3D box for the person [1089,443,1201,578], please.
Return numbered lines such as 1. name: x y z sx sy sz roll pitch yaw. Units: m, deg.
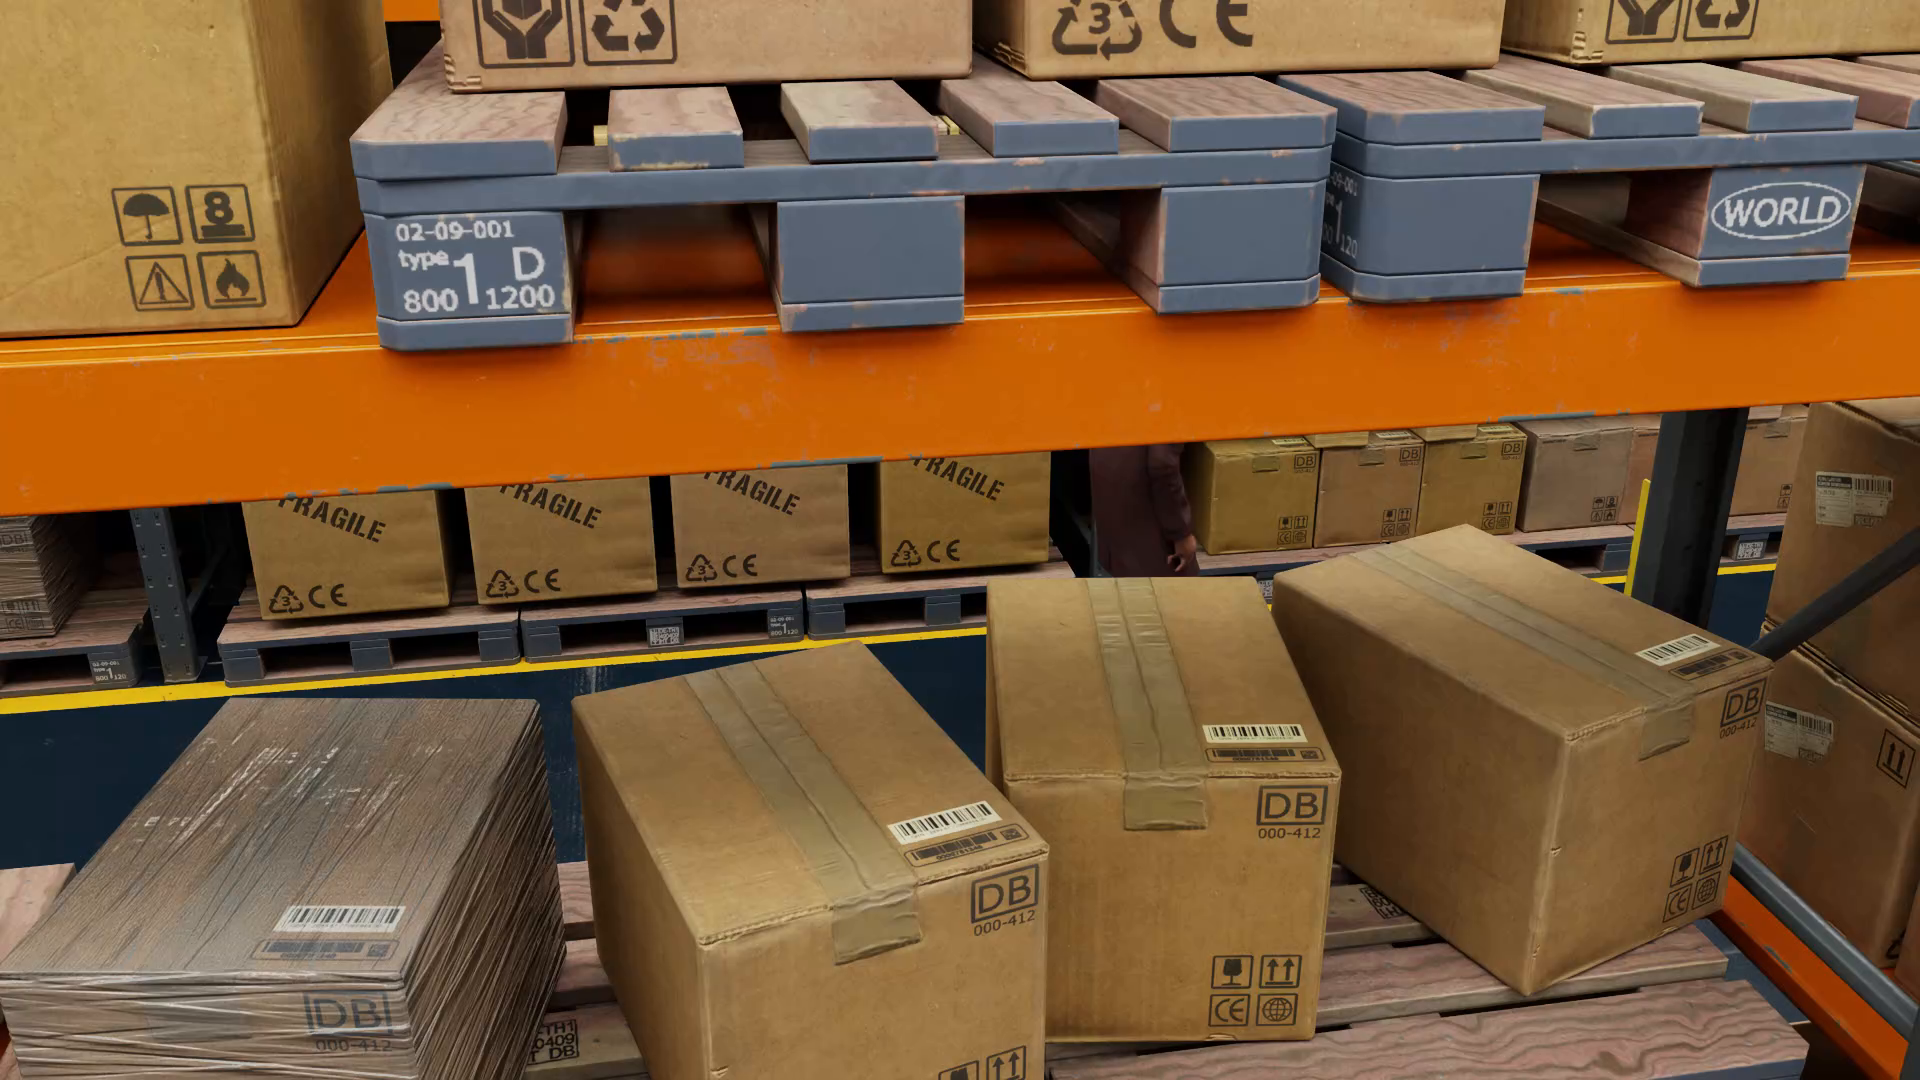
1. person: 0.713 -0.103 6.360 0.429 1.772 0.645 -8 24 -18
